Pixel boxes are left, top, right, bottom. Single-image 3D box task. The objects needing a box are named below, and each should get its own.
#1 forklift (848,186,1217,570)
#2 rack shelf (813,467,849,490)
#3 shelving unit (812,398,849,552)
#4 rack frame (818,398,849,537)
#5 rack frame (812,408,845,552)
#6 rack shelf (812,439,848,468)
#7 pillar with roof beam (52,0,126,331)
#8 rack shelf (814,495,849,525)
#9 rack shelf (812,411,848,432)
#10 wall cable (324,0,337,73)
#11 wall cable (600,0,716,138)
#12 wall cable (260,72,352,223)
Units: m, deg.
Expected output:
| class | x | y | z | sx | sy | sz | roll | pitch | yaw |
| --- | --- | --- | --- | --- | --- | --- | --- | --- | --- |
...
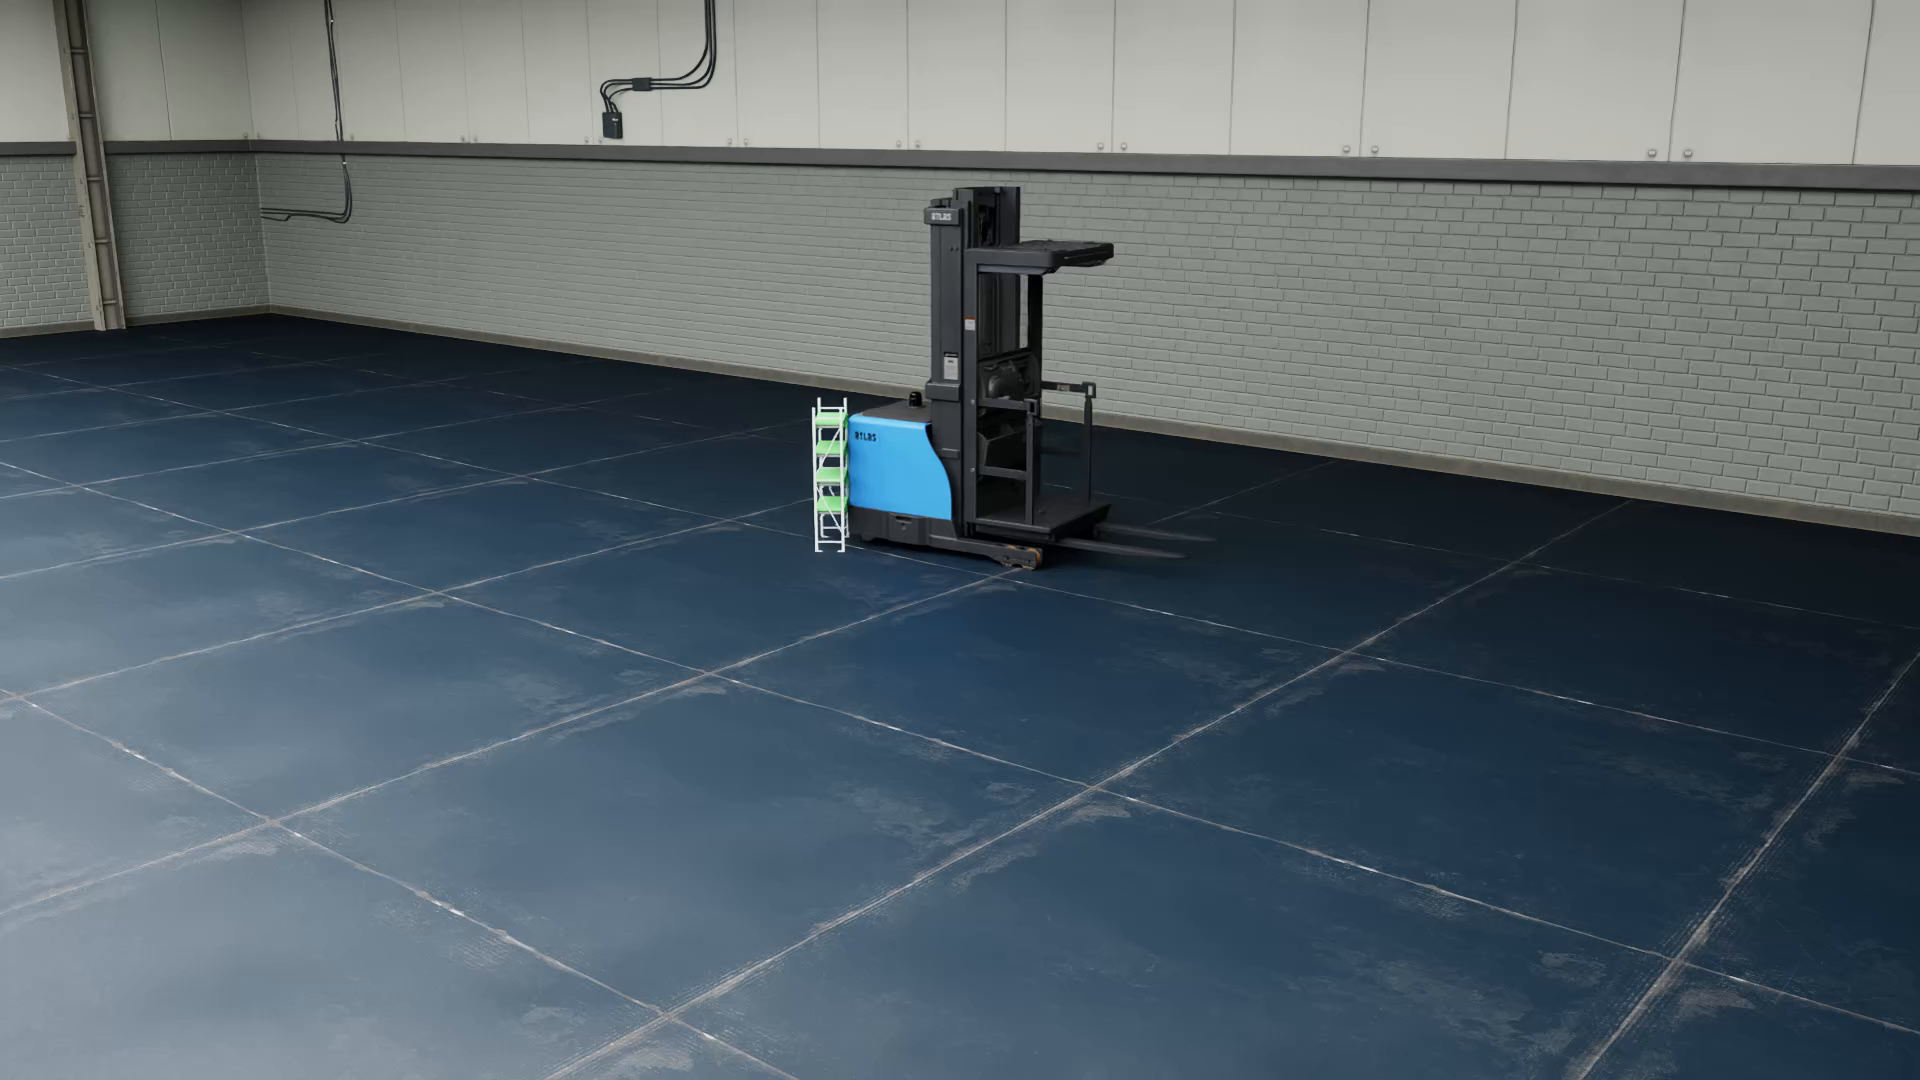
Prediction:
| class | x | y | z | sx | sy | sz | roll | pitch | yaw |
| --- | --- | --- | --- | --- | --- | --- | --- | --- | --- |
| forklift | 0.581 | -1.331 | 13.411 | 3.031 | 2.935 | 1.130 | 9 | 17 | 30 |
| rack shelf | -1.073 | -0.485 | 13.853 | 0.258 | 0.148 | 0.480 | 0 | 14 | 0 |
| shelving unit | -1.073 | -0.547 | 13.837 | 0.258 | 1.200 | 0.503 | 0 | 14 | 0 |
| rack frame | -1.072 | -0.607 | 14.074 | 0.240 | 1.200 | 0.015 | 0 | 14 | 0 |
| rack frame | -1.074 | -0.486 | 13.601 | 0.240 | 1.200 | 0.015 | 0 | 14 | 0 |
| rack shelf | -1.073 | -0.717 | 13.794 | 0.258 | 0.148 | 0.480 | 0 | 14 | 0 |
| pillar with roof beam | -11.083 | -7.282 | 24.511 | 9.100 | 9.000 | 0.400 | 11 | 18 | 38 |
| rack shelf | -1.073 | -0.252 | 13.912 | 0.258 | 0.148 | 0.480 | 0 | 14 | 0 |
| rack shelf | -1.073 | -0.950 | 13.735 | 0.258 | 0.148 | 0.480 | 0 | 14 | 0 |
| wall cable | -9.447 | -8.832 | 26.662 | 3.097 | 2.526 | 0.112 | 11 | 18 | 38 |
| wall cable | -4.178 | -8.484 | 22.335 | 2.305 | 6.003 | 0.169 | 11 | 18 | 38 |
| wall cable | -11.552 | -6.803 | 28.931 | 3.097 | 2.526 | 0.112 | 11 | 18 | 38 |
